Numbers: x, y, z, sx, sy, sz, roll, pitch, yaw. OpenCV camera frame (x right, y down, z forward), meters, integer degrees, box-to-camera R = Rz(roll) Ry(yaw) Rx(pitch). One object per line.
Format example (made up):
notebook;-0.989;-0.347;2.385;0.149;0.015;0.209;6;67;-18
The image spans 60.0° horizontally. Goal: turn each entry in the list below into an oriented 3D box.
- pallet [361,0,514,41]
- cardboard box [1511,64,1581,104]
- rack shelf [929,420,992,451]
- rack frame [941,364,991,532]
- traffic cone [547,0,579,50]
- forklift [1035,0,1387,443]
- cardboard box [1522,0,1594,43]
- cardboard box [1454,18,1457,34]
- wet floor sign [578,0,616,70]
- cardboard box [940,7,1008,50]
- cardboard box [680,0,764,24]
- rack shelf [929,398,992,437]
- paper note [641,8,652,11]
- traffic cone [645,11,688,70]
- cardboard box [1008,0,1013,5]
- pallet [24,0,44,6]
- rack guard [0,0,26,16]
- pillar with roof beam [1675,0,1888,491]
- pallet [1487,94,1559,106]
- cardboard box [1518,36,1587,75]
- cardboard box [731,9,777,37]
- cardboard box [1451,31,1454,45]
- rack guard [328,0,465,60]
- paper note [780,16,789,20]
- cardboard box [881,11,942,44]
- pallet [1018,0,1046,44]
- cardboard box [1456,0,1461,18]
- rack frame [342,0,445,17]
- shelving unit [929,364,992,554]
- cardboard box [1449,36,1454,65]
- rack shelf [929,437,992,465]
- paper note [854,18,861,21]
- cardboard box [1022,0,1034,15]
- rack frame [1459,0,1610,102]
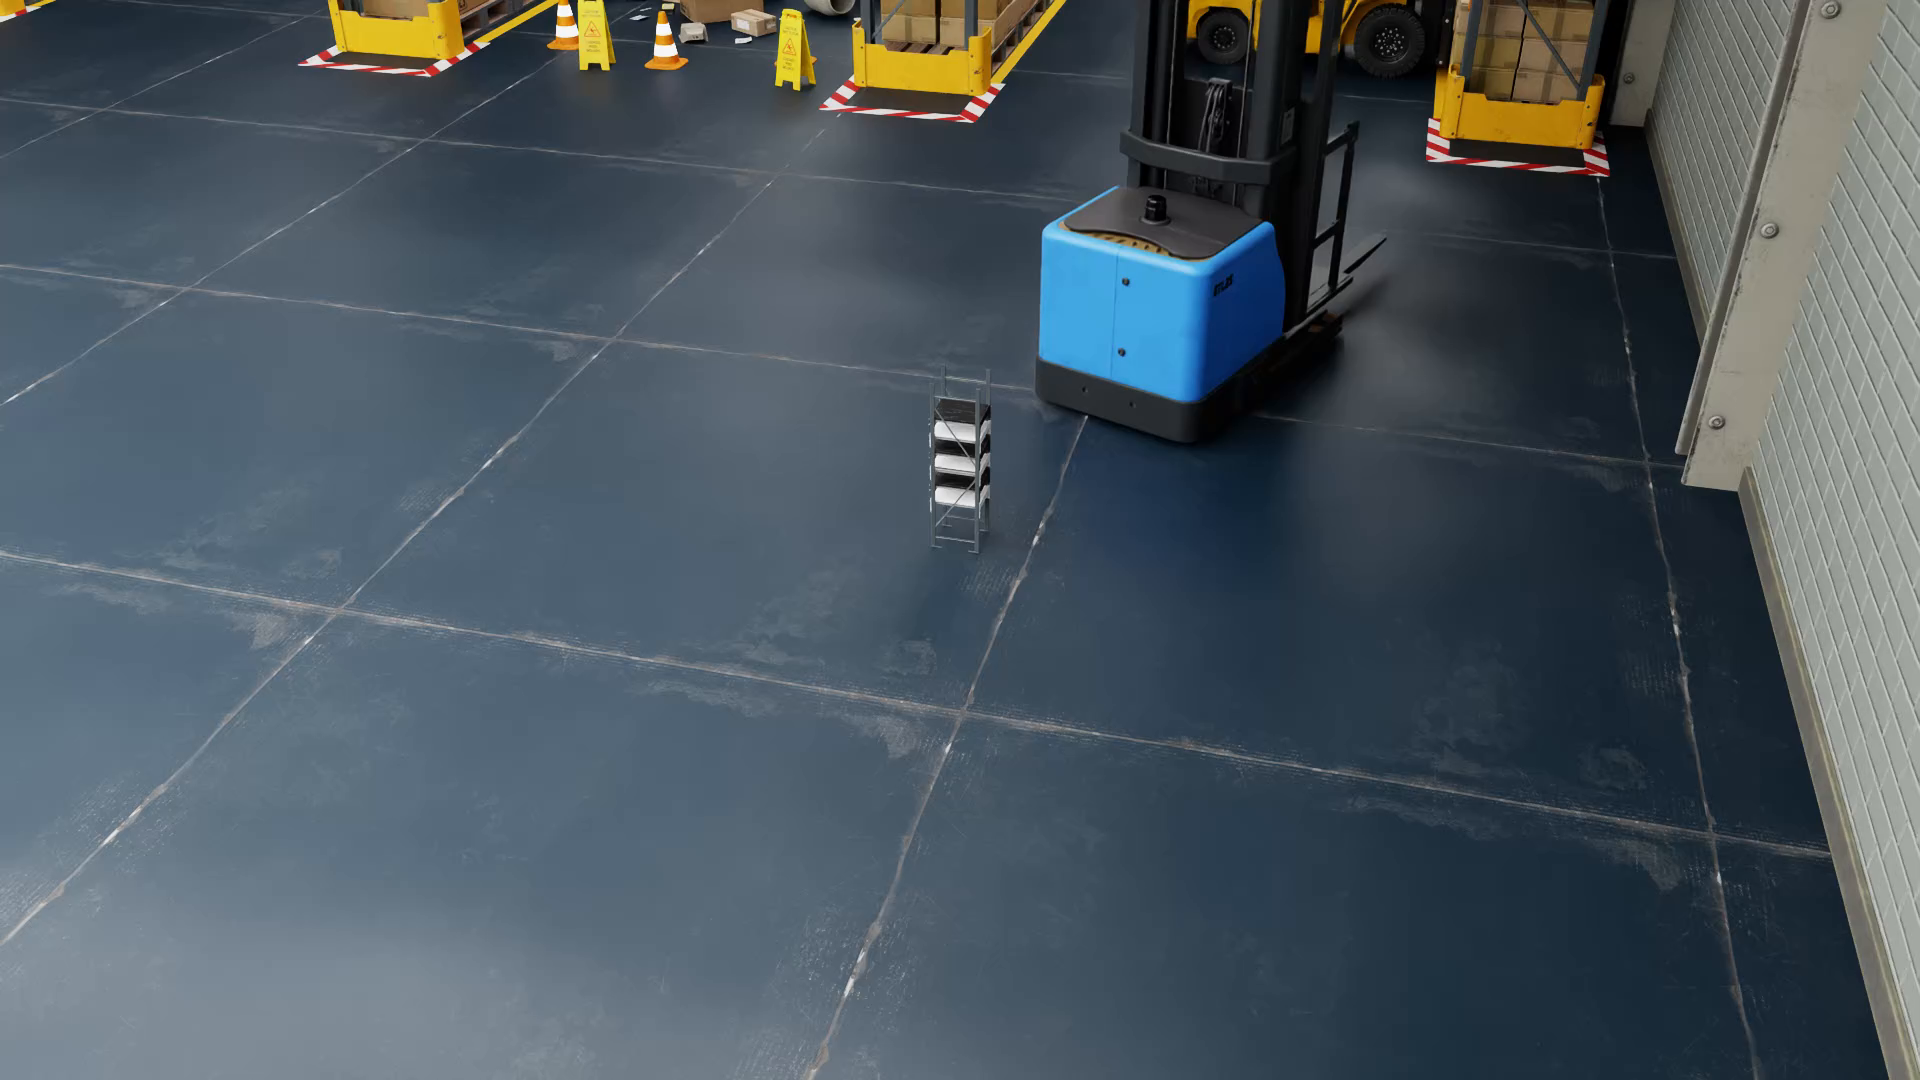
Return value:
pallet;-5.033;-5.057;16.008;1.003;0.211;1.213;8;33;12
cardboard box;4.769;-3.758;13.537;0.500;0.250;0.500;8;33;13
rack shelf;0.002;-0.508;7.937;0.258;0.077;0.200;8;33;12
rack frame;0.028;-0.437;8.098;0.240;0.900;0.006;8;33;12
traffic cone;-3.652;-4.820;15.401;0.336;0.463;0.334;8;33;12
forklift;1.683;-2.502;9.454;1.130;2.935;3.031;21;38;29
cardboard box;4.761;-4.176;13.262;0.500;0.250;0.500;8;33;12
cardboard box;4.414;-4.295;13.915;0.500;0.250;0.500;8;33;12
wet floor sign;-3.252;-4.530;14.775;0.267;0.644;0.232;3;33;4
cardboard box;0.126;-4.585;14.837;0.500;0.250;0.500;8;33;12
cardboard box;-2.350;-5.390;16.259;0.797;0.503;0.637;-14;35;-21
rack shelf;0.002;-0.584;7.888;0.258;0.077;0.200;8;33;12
paper note;-3.126;-5.282;16.549;0.032;0.001;0.123;28;42;36
traffic cone;-2.645;-4.490;14.881;0.336;0.463;0.334;8;33;12
cardboard box;0.260;-5.186;15.083;0.500;0.500;0.500;7;33;11
pallet;-9.673;-5.816;17.201;1.003;0.211;1.213;8;33;12
rack guard;-9.913;-5.521;16.468;1.175;0.500;0.348;8;33;12
pillar with roof beam;-0.183;-4.756;7.343;9.100;9.000;0.400;8;33;12
pallet;4.609;-3.739;13.934;1.003;0.211;1.213;8;33;12
cardboard box;4.776;-3.957;13.383;0.500;0.250;0.500;9;33;13
cardboard box;-1.968;-4.939;15.880;0.380;0.149;0.250;28;42;36
cardboard box;4.650;-4.605;14.869;0.500;0.250;0.500;9;34;14
rack guard;-5.166;-4.741;15.242;1.175;0.500;0.348;8;33;12
paper note;-1.671;-5.111;16.272;0.148;0.019;0.142;20;38;29
cardboard box;-0.396;-4.672;14.975;0.500;0.250;0.500;8;33;12
pallet;0.225;-5.097;16.072;1.003;0.211;1.213;8;33;12
cardboard box;4.395;-4.499;13.771;0.500;0.250;0.500;9;33;13
rack frame;-5.160;-5.808;14.591;1.000;3.000;0.127;8;33;12
shelving unit;0.002;-0.384;8.015;0.258;0.900;0.210;8;33;12
cardboard box;4.405;-4.074;14.033;0.500;0.250;0.500;8;33;12
rack shelf;0.002;-0.432;7.985;0.258;0.077;0.200;8;33;12
paper note;-0.959;-5.080;16.212;0.142;0.019;0.148;-3;33;-4
cardboard box;0.389;-5.133;15.701;0.500;0.250;0.500;10;34;16
rack frame;4.456;-4.513;12.553;1.000;3.000;0.127;8;33;12
